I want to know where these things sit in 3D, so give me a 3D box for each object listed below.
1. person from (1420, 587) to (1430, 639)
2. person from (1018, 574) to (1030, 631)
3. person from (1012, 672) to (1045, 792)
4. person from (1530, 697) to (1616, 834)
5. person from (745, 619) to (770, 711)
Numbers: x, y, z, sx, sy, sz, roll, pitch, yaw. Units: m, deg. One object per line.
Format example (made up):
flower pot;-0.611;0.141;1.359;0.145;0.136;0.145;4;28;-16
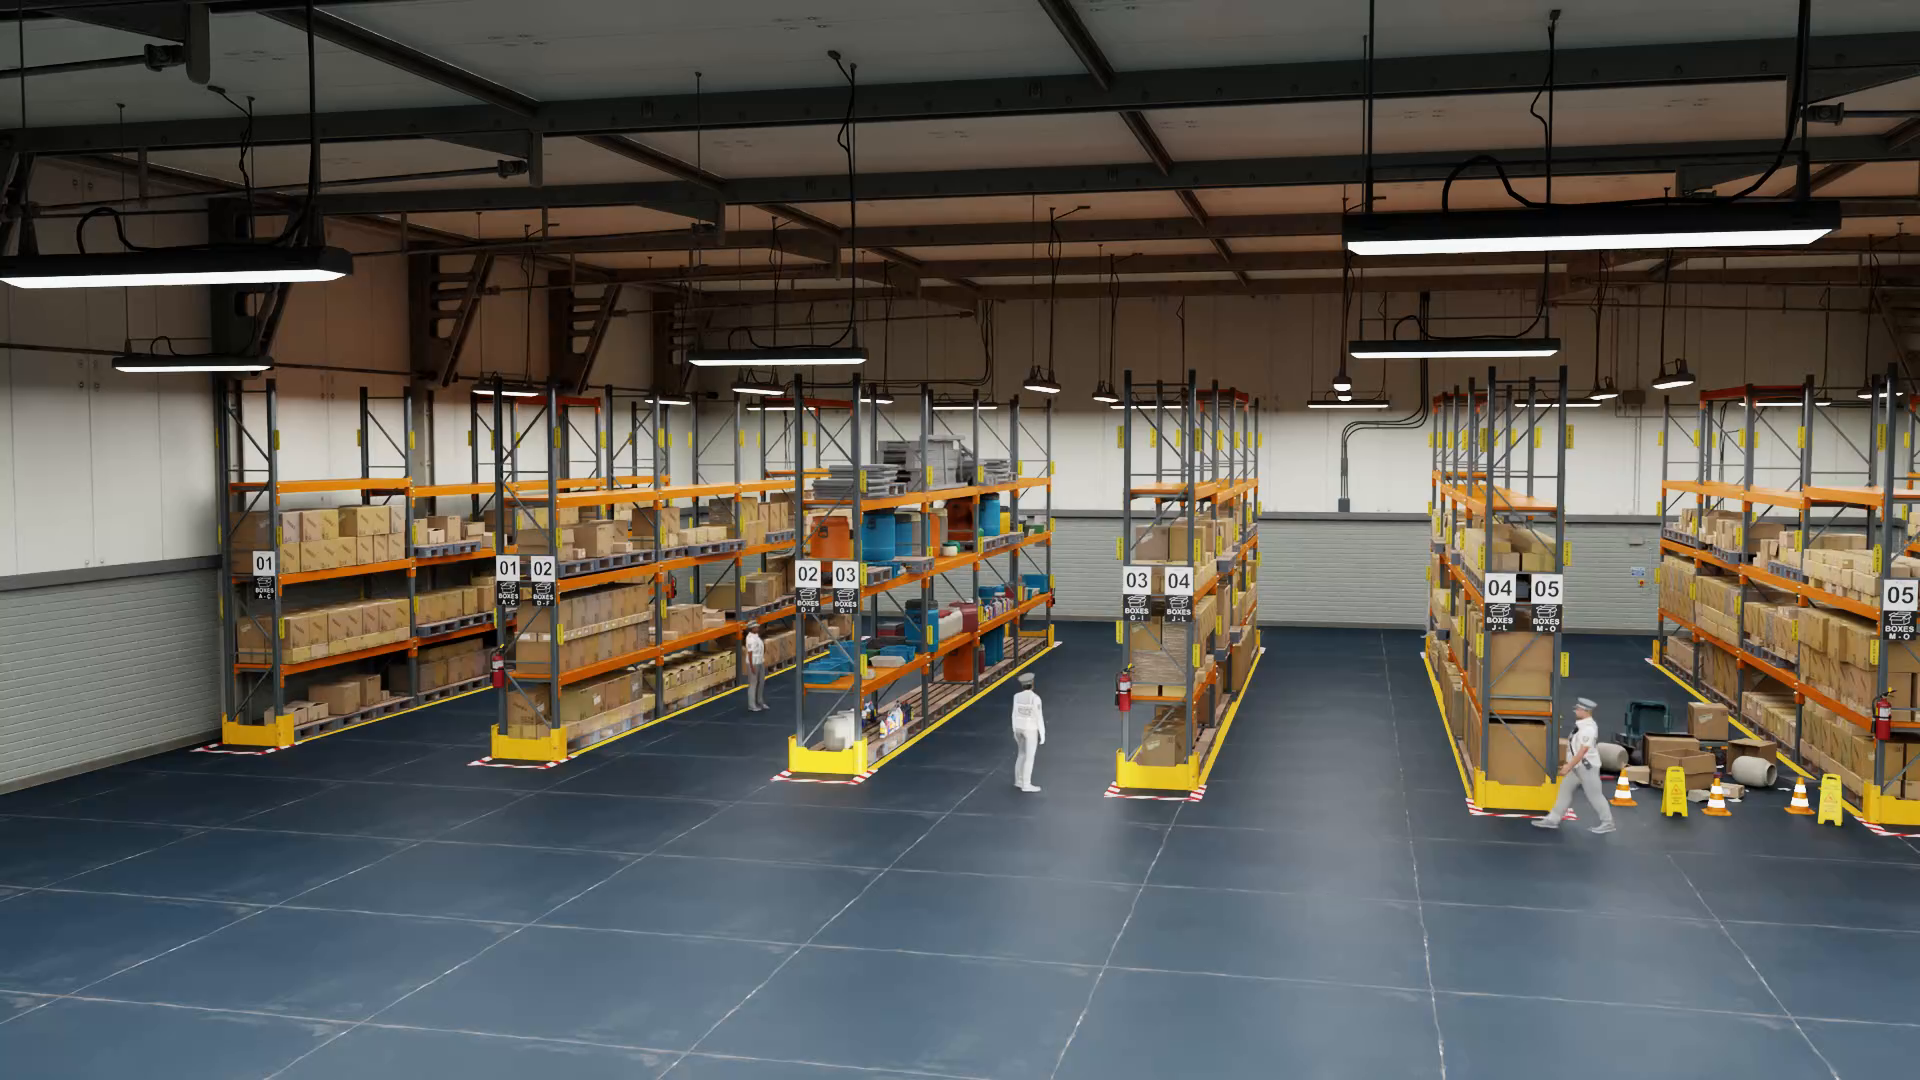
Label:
person;11.987;1.624;41.733;0.838;1.742;0.603;-1;4;-20
person;1.554;1.684;41.648;0.452;1.643;0.662;-2;4;-28
person;0.995;2.758;23.761;0.399;1.722;0.571;-3;5;-41
person;7.814;2.852;21.078;0.987;1.724;0.536;0;3;2
person;-3.792;2.324;30.908;0.367;1.729;0.572;1;4;20
